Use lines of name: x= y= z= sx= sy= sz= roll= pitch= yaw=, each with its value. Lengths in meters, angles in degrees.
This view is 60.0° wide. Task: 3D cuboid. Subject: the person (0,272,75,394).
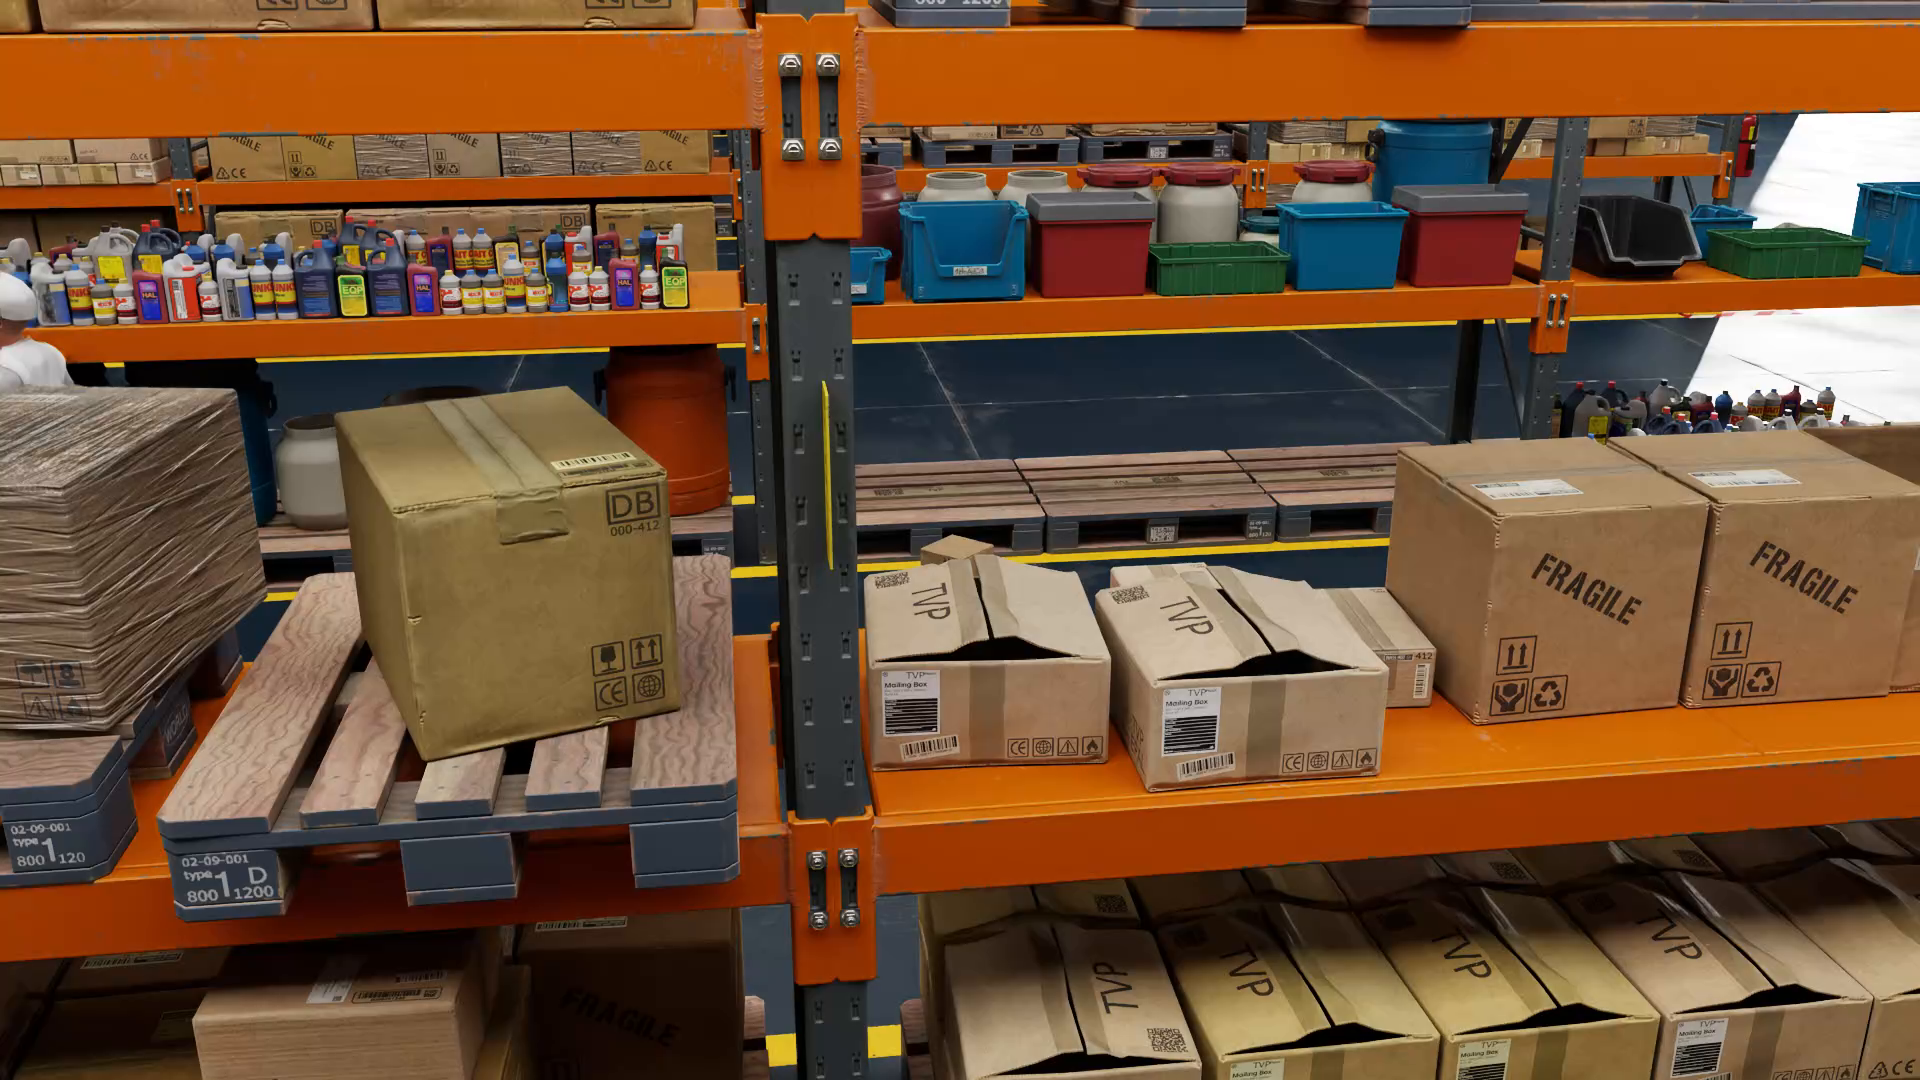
person: x=-3.716 y=-0.181 z=6.552 sx=1.058 sy=1.741 sz=0.524 roll=-3 pitch=20 yaw=-9
